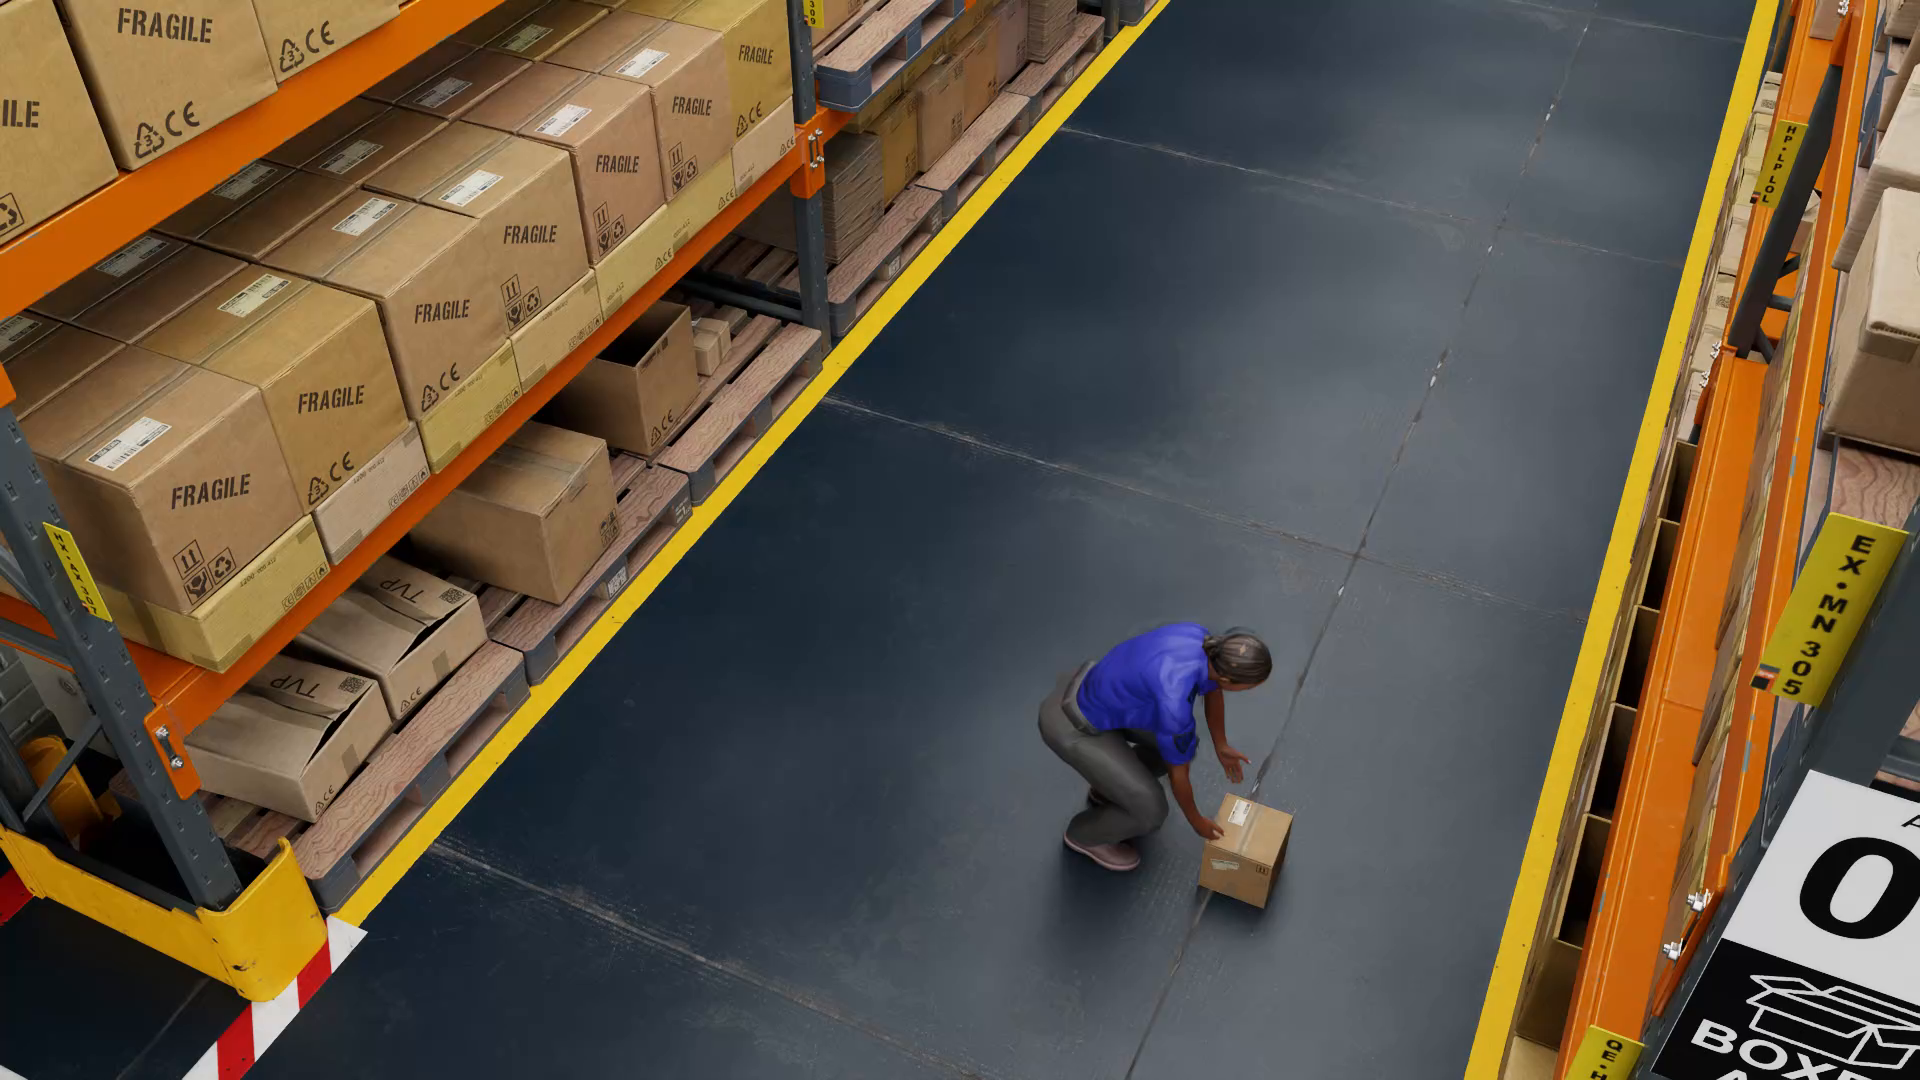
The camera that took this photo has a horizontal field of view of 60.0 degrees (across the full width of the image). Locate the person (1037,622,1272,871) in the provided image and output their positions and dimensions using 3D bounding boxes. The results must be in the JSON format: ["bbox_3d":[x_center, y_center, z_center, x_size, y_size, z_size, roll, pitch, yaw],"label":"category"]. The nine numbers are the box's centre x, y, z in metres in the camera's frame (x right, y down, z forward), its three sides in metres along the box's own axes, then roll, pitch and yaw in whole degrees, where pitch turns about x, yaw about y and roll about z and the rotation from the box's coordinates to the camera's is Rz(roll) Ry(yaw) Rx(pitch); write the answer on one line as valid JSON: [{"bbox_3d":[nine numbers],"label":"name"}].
[{"bbox_3d":[0.666,0.671,5.841,0.749,1.106,0.500,17,45,18],"label":"person"}]
